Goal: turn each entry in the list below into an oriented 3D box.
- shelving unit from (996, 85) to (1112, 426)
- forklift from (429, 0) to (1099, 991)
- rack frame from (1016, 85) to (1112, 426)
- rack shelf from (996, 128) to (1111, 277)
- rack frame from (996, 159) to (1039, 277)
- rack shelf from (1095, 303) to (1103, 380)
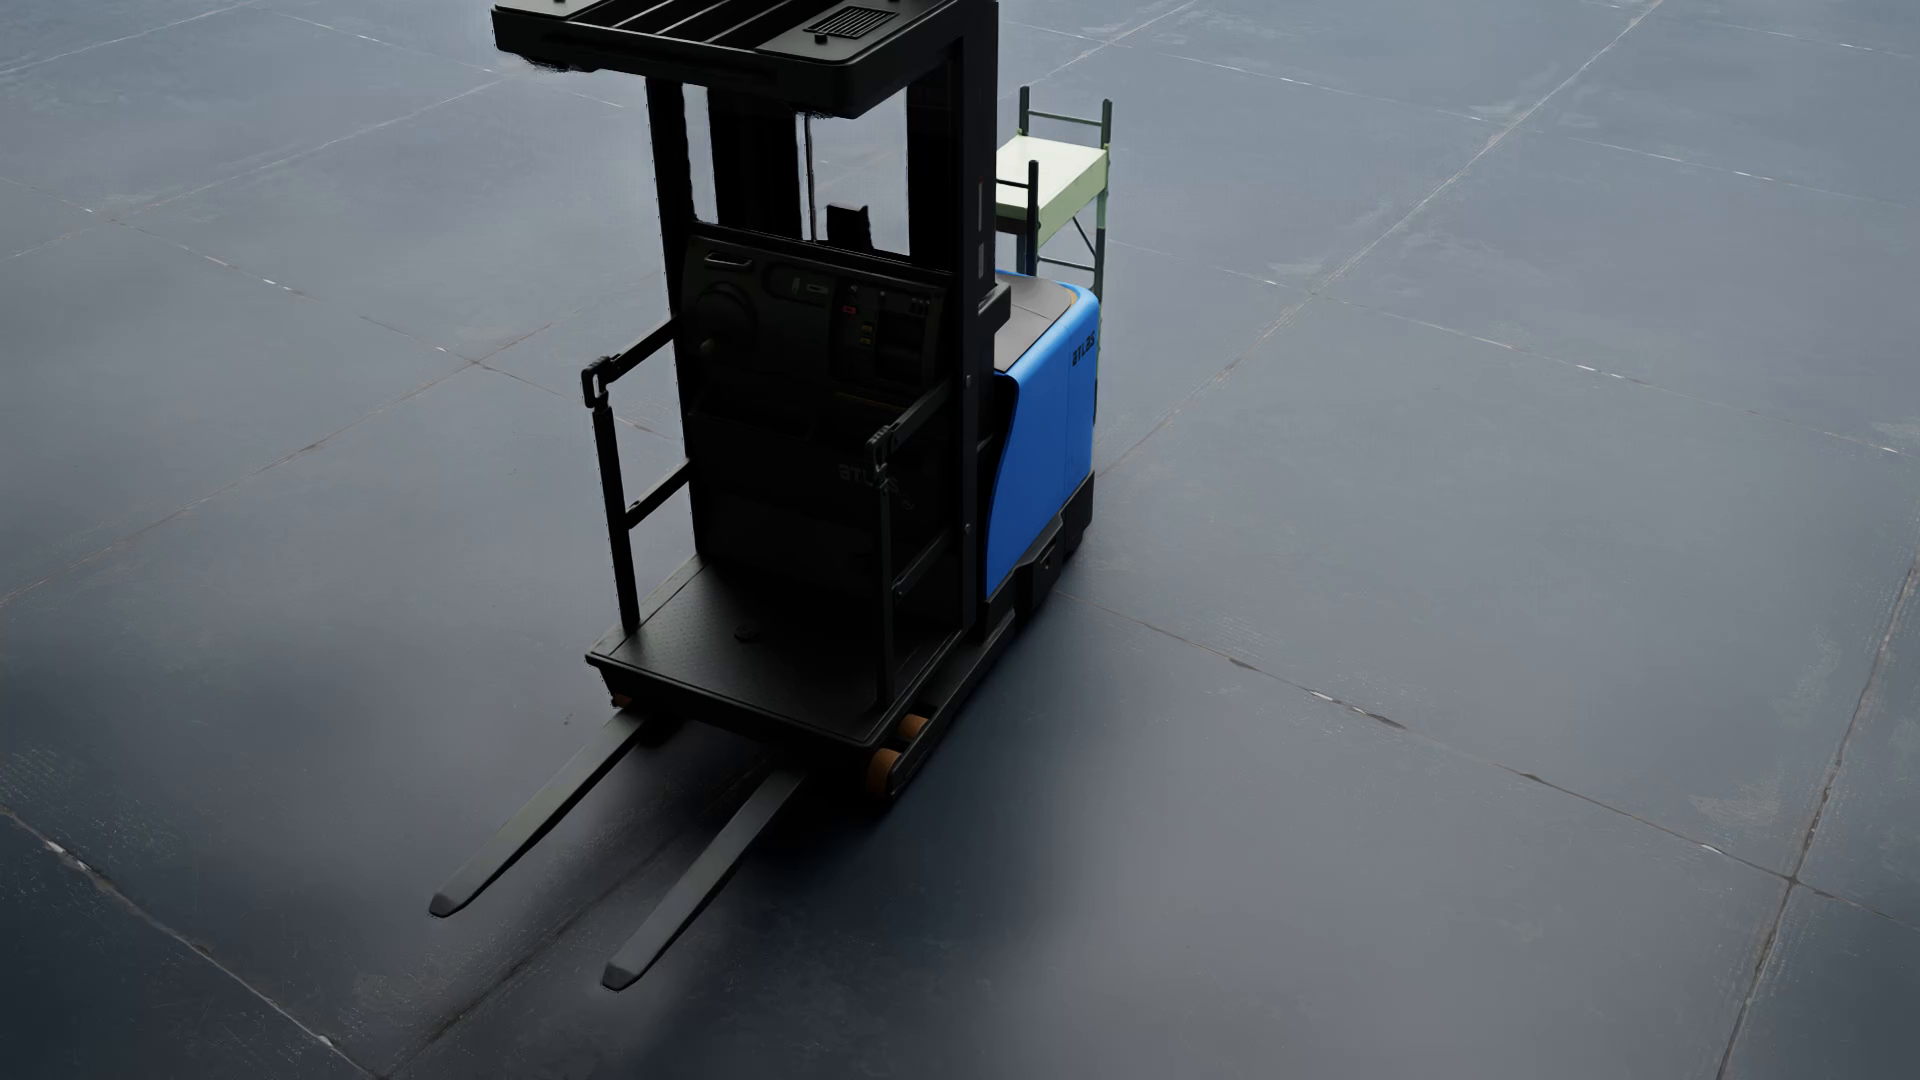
[{"bbox_3d":[0.269,-1.009,6.903,0.431,1.500,0.755,15,37,21],"label":"shelving unit"},{"bbox_3d":[-0.565,-0.643,5.085,1.130,2.935,3.031,15,37,21],"label":"forklift"},{"bbox_3d":[0.429,-1.193,7.175,0.400,1.500,0.023,15,37,21],"label":"rack frame"},{"bbox_3d":[0.269,-1.332,6.684,0.431,0.370,0.720,15,37,21],"label":"rack shelf"},{"bbox_3d":[0.108,-0.825,6.631,0.400,1.500,0.023,15,37,21],"label":"rack frame"},{"bbox_3d":[0.269,-0.739,7.086,0.431,0.370,0.720,15,37,21],"label":"rack shelf"}]
